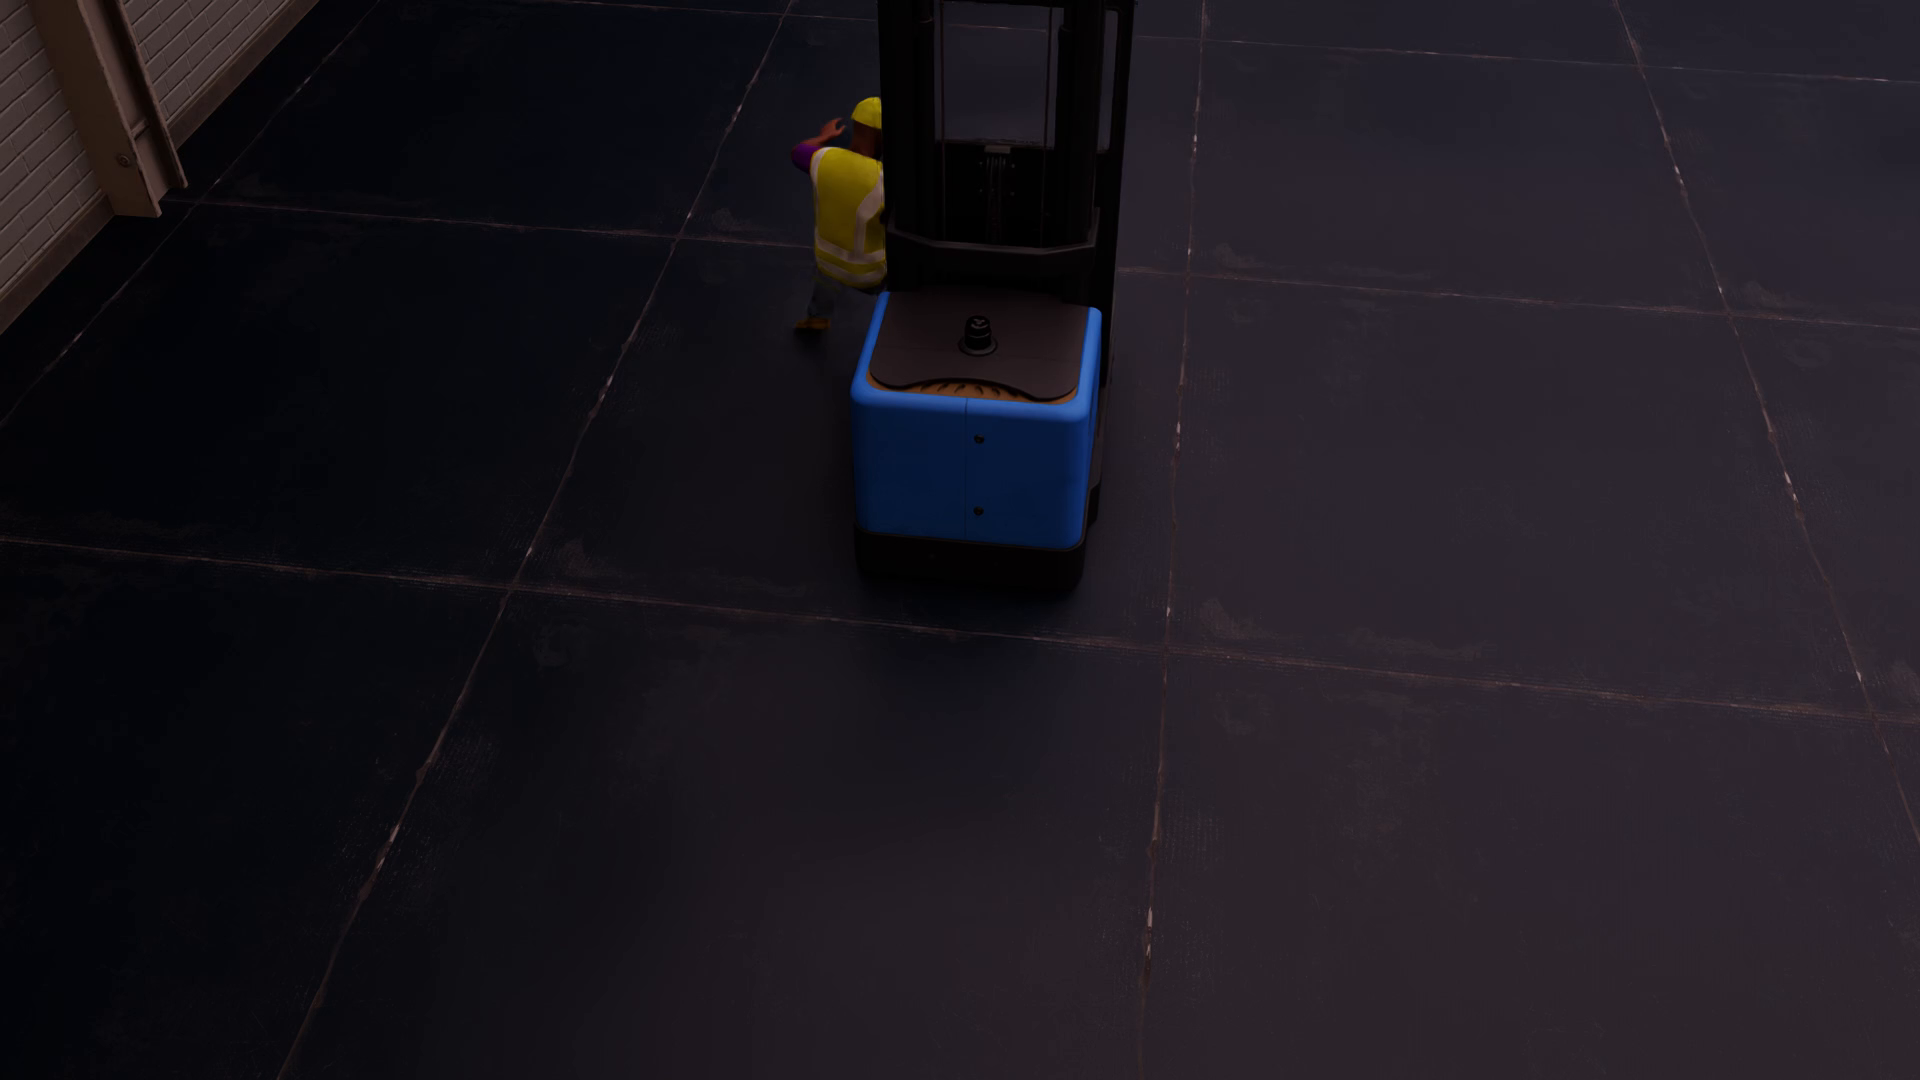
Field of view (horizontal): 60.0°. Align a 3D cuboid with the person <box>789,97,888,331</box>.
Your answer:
[{"bbox_3d":[-0.403,-1.576,8.483,1.081,1.534,0.733,26,48,25],"label":"person"}]

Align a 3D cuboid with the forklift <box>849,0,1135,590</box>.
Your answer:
[{"bbox_3d":[0.227,-1.854,7.743,1.130,2.935,3.031,5,43,6],"label":"forklift"}]
